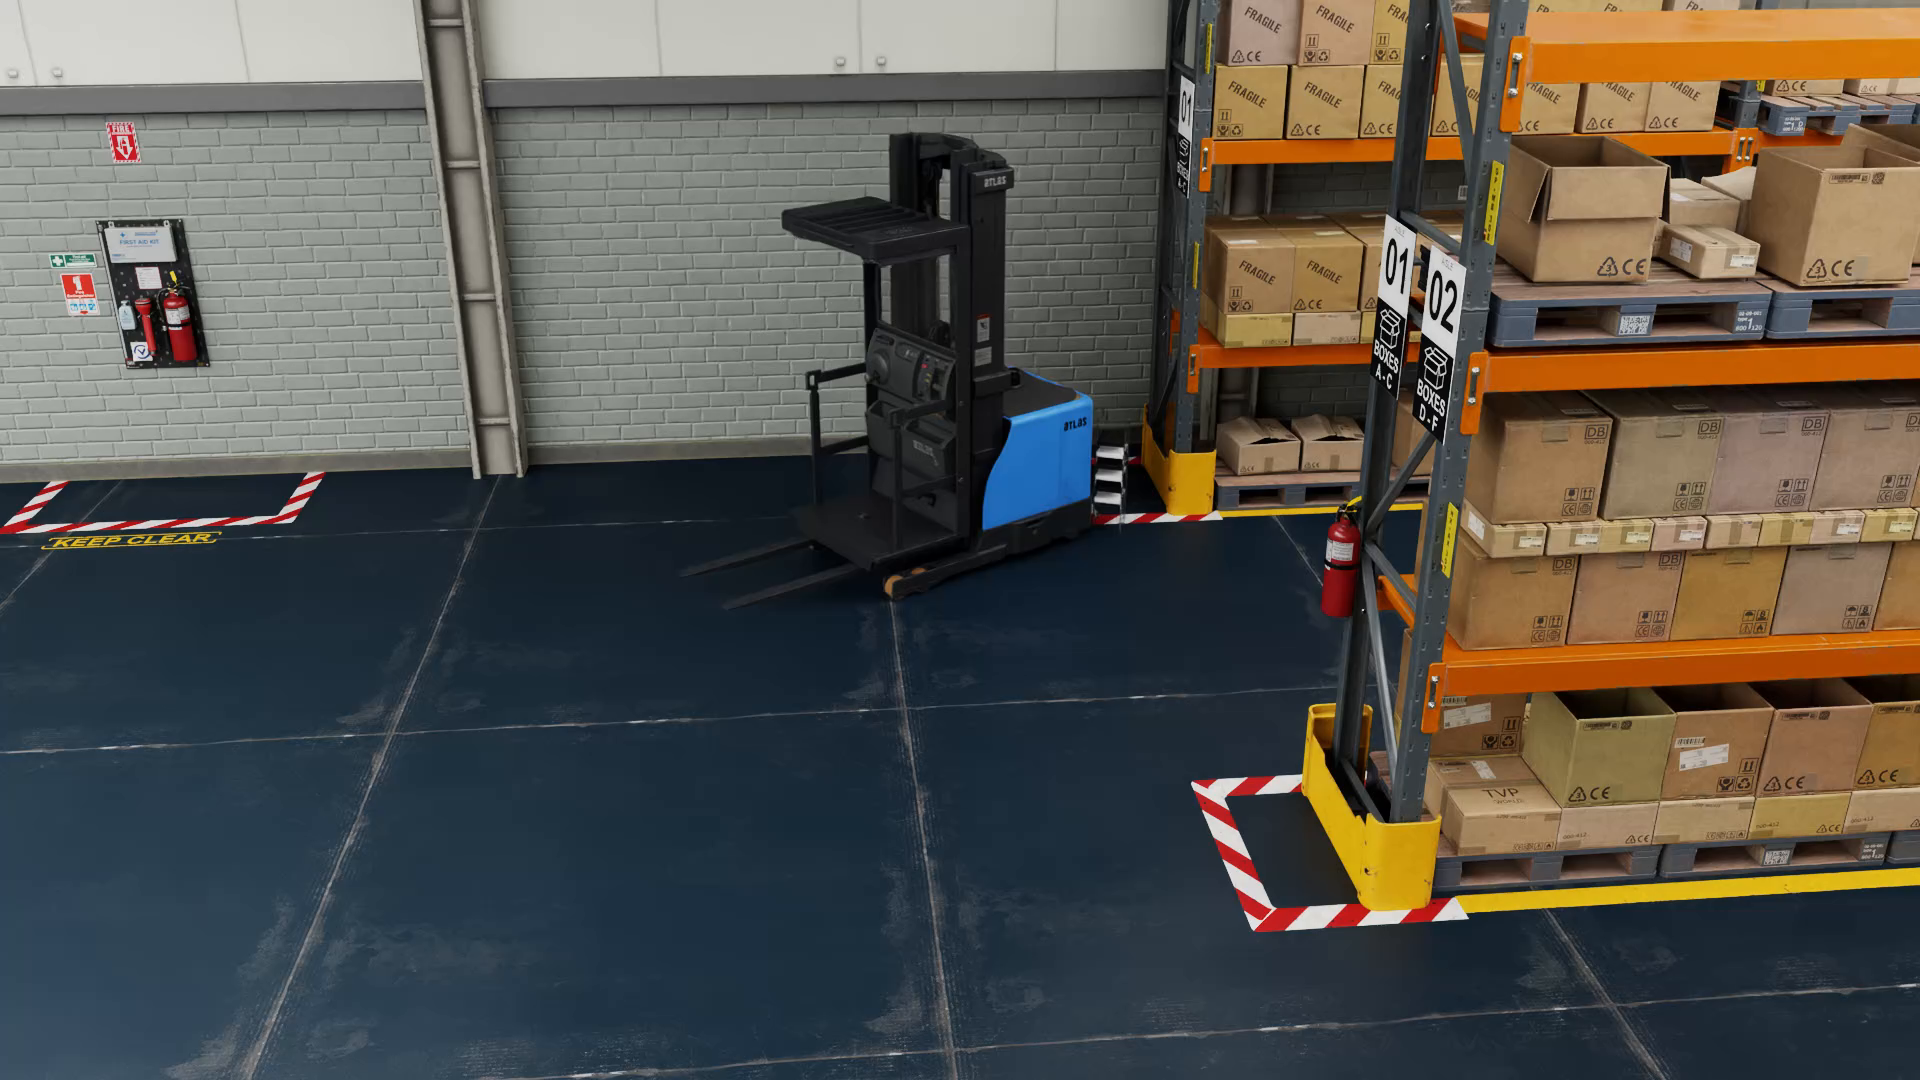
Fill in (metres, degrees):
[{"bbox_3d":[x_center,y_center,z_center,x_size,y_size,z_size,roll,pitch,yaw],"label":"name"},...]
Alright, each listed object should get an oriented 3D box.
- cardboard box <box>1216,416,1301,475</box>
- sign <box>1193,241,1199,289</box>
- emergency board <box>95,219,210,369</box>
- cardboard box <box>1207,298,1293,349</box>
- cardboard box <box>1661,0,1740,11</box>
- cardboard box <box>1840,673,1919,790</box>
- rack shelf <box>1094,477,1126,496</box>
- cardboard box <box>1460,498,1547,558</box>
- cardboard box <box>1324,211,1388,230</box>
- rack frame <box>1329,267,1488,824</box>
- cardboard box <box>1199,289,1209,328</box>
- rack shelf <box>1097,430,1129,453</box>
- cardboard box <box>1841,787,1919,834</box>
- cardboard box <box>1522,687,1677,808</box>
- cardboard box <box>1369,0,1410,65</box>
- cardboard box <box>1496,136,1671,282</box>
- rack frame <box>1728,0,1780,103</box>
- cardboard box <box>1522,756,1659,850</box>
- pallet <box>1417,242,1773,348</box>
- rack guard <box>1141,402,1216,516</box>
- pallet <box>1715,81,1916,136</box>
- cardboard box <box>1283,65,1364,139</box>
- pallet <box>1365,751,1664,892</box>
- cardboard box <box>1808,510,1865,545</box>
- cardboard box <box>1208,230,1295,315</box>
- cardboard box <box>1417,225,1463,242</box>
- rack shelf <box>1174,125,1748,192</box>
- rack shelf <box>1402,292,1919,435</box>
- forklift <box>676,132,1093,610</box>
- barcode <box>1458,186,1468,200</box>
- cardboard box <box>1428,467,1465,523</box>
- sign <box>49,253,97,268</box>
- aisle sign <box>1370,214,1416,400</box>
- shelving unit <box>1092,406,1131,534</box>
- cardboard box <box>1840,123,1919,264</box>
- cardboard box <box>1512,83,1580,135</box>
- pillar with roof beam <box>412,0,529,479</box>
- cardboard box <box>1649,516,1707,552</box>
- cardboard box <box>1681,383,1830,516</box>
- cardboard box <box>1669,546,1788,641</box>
[{"bbox_3d":[2.333,-0.757,13.030,0.500,0.311,0.500,-5,24,-11],"label":"cardboard box"},{"bbox_3d":[1.689,-1.970,11.923,0.005,0.325,0.100,-2,24,-5],"label":"sign"},{"bbox_3d":[-6.187,-1.849,12.716,0.643,1.169,0.194,-2,24,-5],"label":"emergency board"},{"bbox_3d":[2.152,-1.625,12.374,0.500,0.250,0.500,-3,24,-7],"label":"cardboard box"},{"bbox_3d":[5.144,-3.706,11.823,0.500,0.500,0.500,-4,24,-10],"label":"cardboard box"},{"bbox_3d":[4.670,0.914,8.445,0.500,0.500,0.500,-2,24,-5],"label":"cardboard box"},{"bbox_3d":[1.118,-0.401,12.344,0.200,0.077,0.258,7,25,13],"label":"rack shelf"},{"bbox_3d":[2.537,-0.062,7.775,0.250,0.149,0.380,-2,24,-6],"label":"cardboard box"},{"bbox_3d":[3.099,-2.220,12.789,0.500,0.500,0.500,-3,24,-7],"label":"cardboard box"},{"bbox_3d":[2.126,0.208,8.088,0.127,3.000,1.000,-2,24,-5],"label":"rack frame"},{"bbox_3d":[2.081,-1.831,12.837,0.500,0.250,0.500,-2,24,-4],"label":"cardboard box"},{"bbox_3d":[1.123,-0.729,12.196,0.200,0.077,0.258,7,25,13],"label":"rack shelf"},{"bbox_3d":[4.672,1.262,8.586,0.500,0.250,0.500,-2,24,-5],"label":"cardboard box"},{"bbox_3d":[3.179,0.978,8.301,0.500,0.500,0.500,-2,24,-5],"label":"cardboard box"},{"bbox_3d":[3.055,-3.618,11.625,0.500,0.500,0.500,-2,24,-4],"label":"cardboard box"},{"bbox_3d":[2.698,-1.487,7.392,0.637,0.503,0.797,-1,24,-1],"label":"cardboard box"},{"bbox_3d":[5.616,-4.695,11.733,0.127,3.000,1.000,-2,24,-5],"label":"rack frame"},{"bbox_3d":[3.179,1.320,8.455,0.500,0.250,0.500,-2,24,-5],"label":"cardboard box"},{"bbox_3d":[2.832,-1.140,7.537,1.213,0.211,1.003,-2,24,-5],"label":"pallet"},{"bbox_3d":[1.711,-0.655,13.107,0.348,0.500,1.175,-2,24,-5],"label":"rack guard"},{"bbox_3d":[6.241,-3.220,12.339,1.003,0.211,1.213,-2,24,-5],"label":"pallet"},{"bbox_3d":[2.530,-3.139,11.777,0.500,0.500,0.500,-1,24,-2],"label":"cardboard box"},{"bbox_3d":[2.883,1.435,8.761,1.213,0.211,1.003,-2,24,-5],"label":"pallet"},{"bbox_3d":[4.067,-0.123,7.913,0.250,0.149,0.380,-2,24,-5],"label":"cardboard box"},{"bbox_3d":[2.140,-1.975,12.236,0.500,0.500,0.500,-2,24,-5],"label":"cardboard box"},{"bbox_3d":[3.660,-2.034,12.369,0.500,0.500,0.500,-2,24,-3],"label":"cardboard box"},{"bbox_3d":[3.625,-2.916,12.309,4.000,0.370,1.077,-2,24,-5],"label":"rack shelf"},{"bbox_3d":[4.116,-0.913,7.805,4.000,0.370,1.077,-2,24,-5],"label":"rack shelf"},{"bbox_3d":[-0.507,-1.174,11.283,3.031,2.935,1.130,-17,29,-34],"label":"forklift"},{"bbox_3d":[2.379,-1.635,7.827,0.075,0.075,0.001,-2,24,-5],"label":"barcode"},{"bbox_3d":[2.487,-0.226,8.144,0.250,0.149,0.380,-3,24,-6],"label":"cardboard box"},{"bbox_3d":[-6.742,-2.123,12.637,0.331,0.109,0.001,-2,24,-5],"label":"sign"},{"bbox_3d":[2.032,-1.096,7.821,0.004,0.787,0.394,-2,24,-5],"label":"aisle sign"},{"bbox_3d":[1.120,-0.513,12.293,0.210,0.900,0.258,7,25,13],"label":"shelving unit"},{"bbox_3d":[4.455,-1.610,7.670,0.637,0.503,0.797,0,24,1],"label":"cardboard box"},{"bbox_3d":[4.085,-3.206,11.930,0.500,0.500,0.500,-3,24,-7],"label":"cardboard box"},{"bbox_3d":[-3.301,-2.933,7.770,0.400,9.000,9.100,-2,24,-5],"label":"pillar with roof beam"},{"bbox_3d":[3.300,-0.093,7.843,0.250,0.149,0.380,-3,24,-6],"label":"cardboard box"},{"bbox_3d":[3.669,-0.489,7.938,0.500,0.500,0.700,-2,24,-5],"label":"cardboard box"},{"bbox_3d":[3.608,0.109,8.189,0.500,0.500,0.700,-2,24,-5],"label":"cardboard box"}]
